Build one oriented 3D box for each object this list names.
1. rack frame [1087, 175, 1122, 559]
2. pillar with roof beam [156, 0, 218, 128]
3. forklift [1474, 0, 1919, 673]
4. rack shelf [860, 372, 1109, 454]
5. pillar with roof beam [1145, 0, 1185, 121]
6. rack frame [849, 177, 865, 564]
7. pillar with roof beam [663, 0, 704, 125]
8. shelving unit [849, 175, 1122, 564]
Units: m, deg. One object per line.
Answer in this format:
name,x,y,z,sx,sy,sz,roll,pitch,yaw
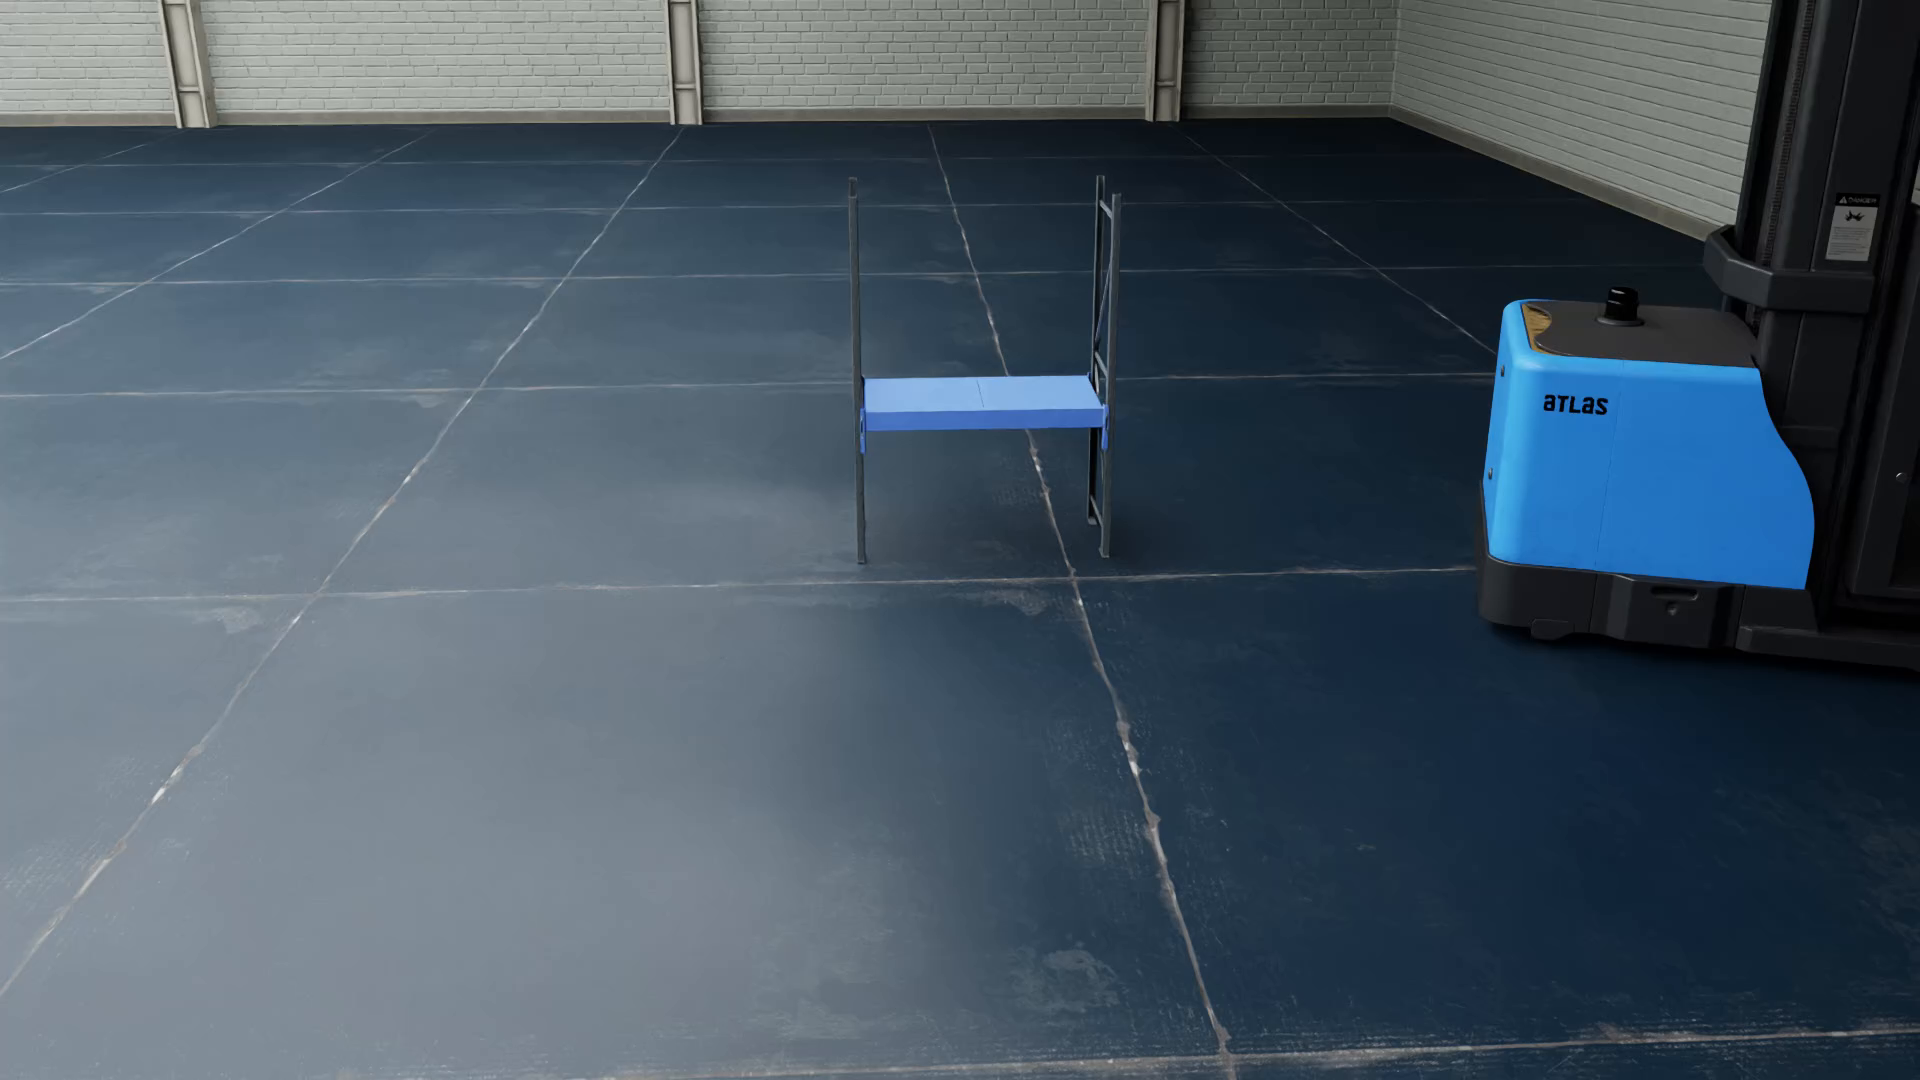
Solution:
rack frame,0.593,-0.713,6.886,0.032,1.500,0.500,-1,21,-3
pillar with roof beam,-9.159,-7.781,14.911,0.400,9.000,9.100,-1,21,-3
forklift,3.510,-1.040,5.732,3.031,2.935,1.130,5,21,14
rack shelf,0.085,-0.535,6.923,1.000,0.185,0.538,-1,21,-3
pillar with roof beam,2.821,-8.025,15.552,0.400,9.000,9.100,-1,21,-3
rack frame,-0.422,-0.692,6.832,0.032,1.500,0.500,-1,21,-3
pillar with roof beam,-3.169,-7.903,15.231,0.400,9.000,9.100,-1,21,-3
shelving unit,0.085,-0.703,6.859,1.048,1.500,0.538,-1,21,-3
